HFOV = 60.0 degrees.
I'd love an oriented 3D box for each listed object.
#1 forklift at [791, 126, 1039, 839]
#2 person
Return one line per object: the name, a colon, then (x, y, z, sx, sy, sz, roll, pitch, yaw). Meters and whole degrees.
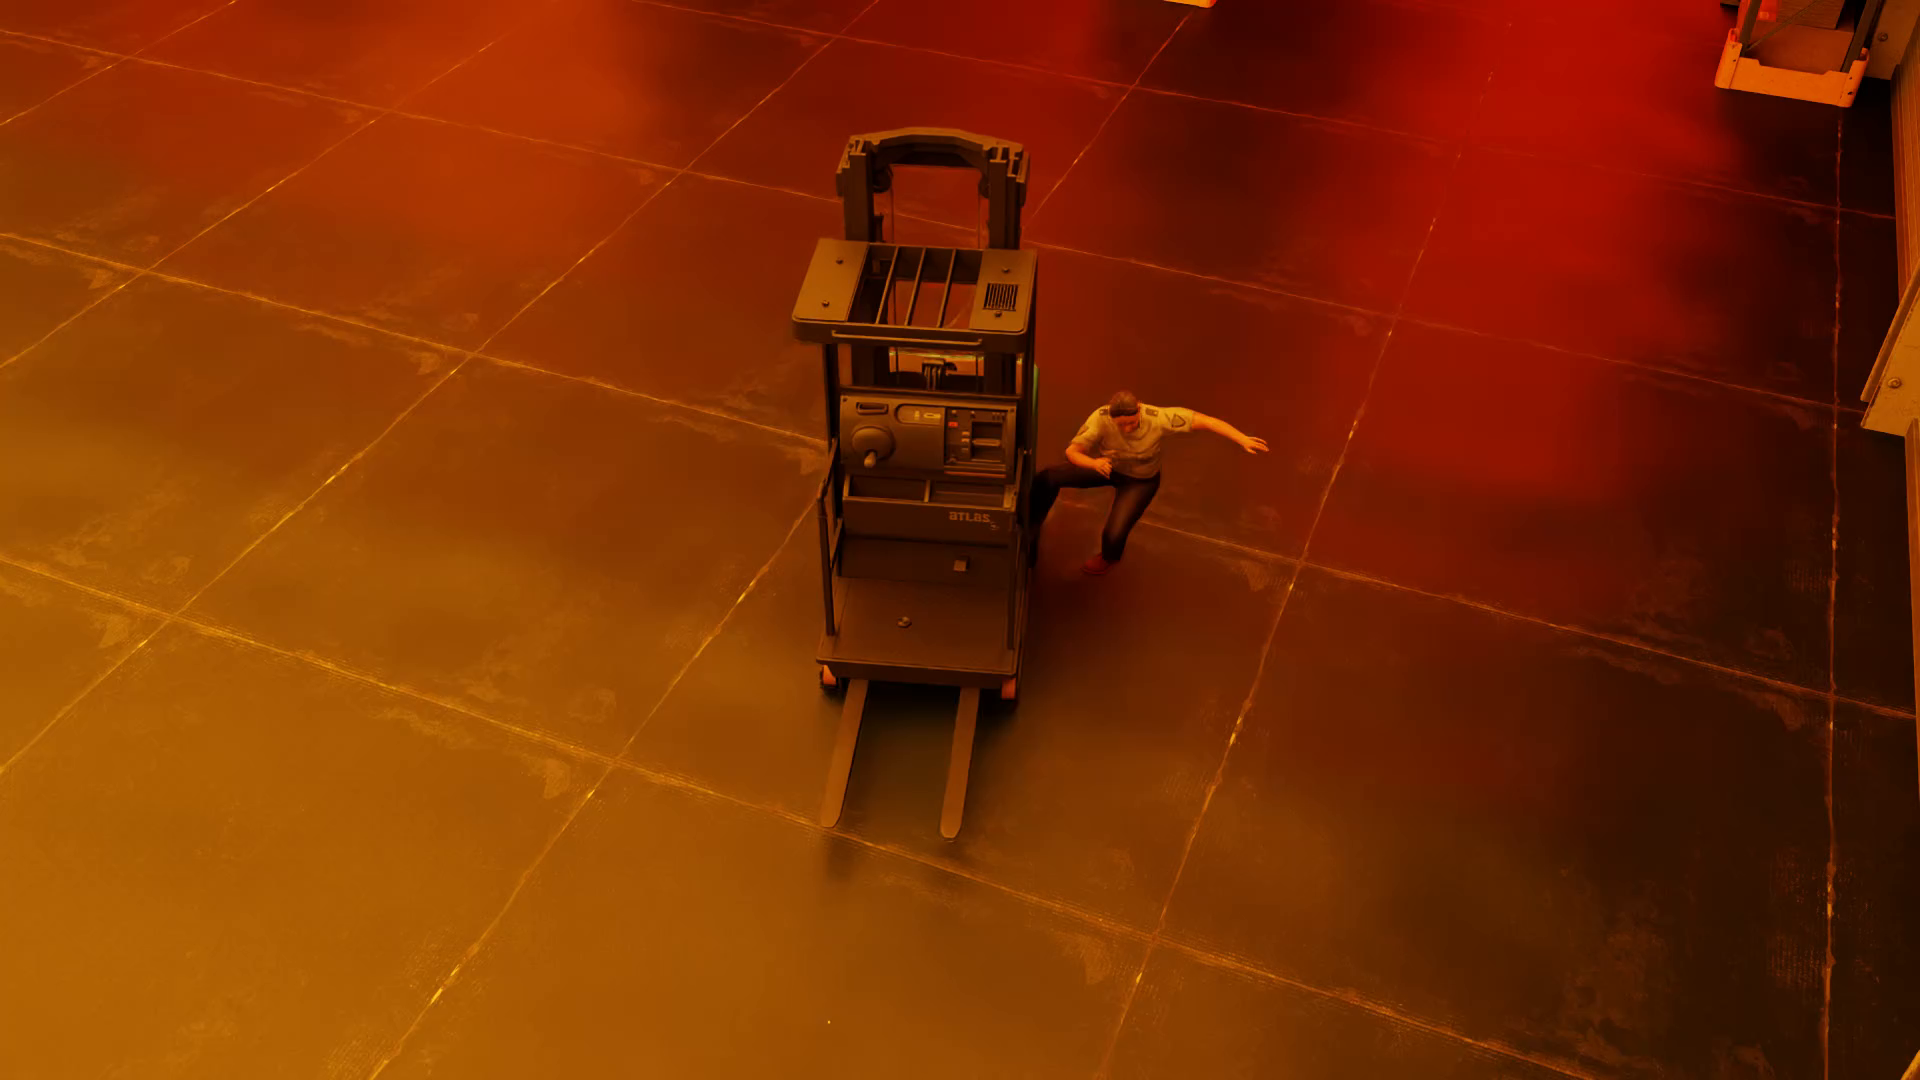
forklift: (-0.190, -0.473, 8.572, 1.130, 2.935, 3.031, 4, 40, 5)
person: (0.978, -0.311, 9.558, 1.498, 1.258, 0.733, 13, 42, 15)
